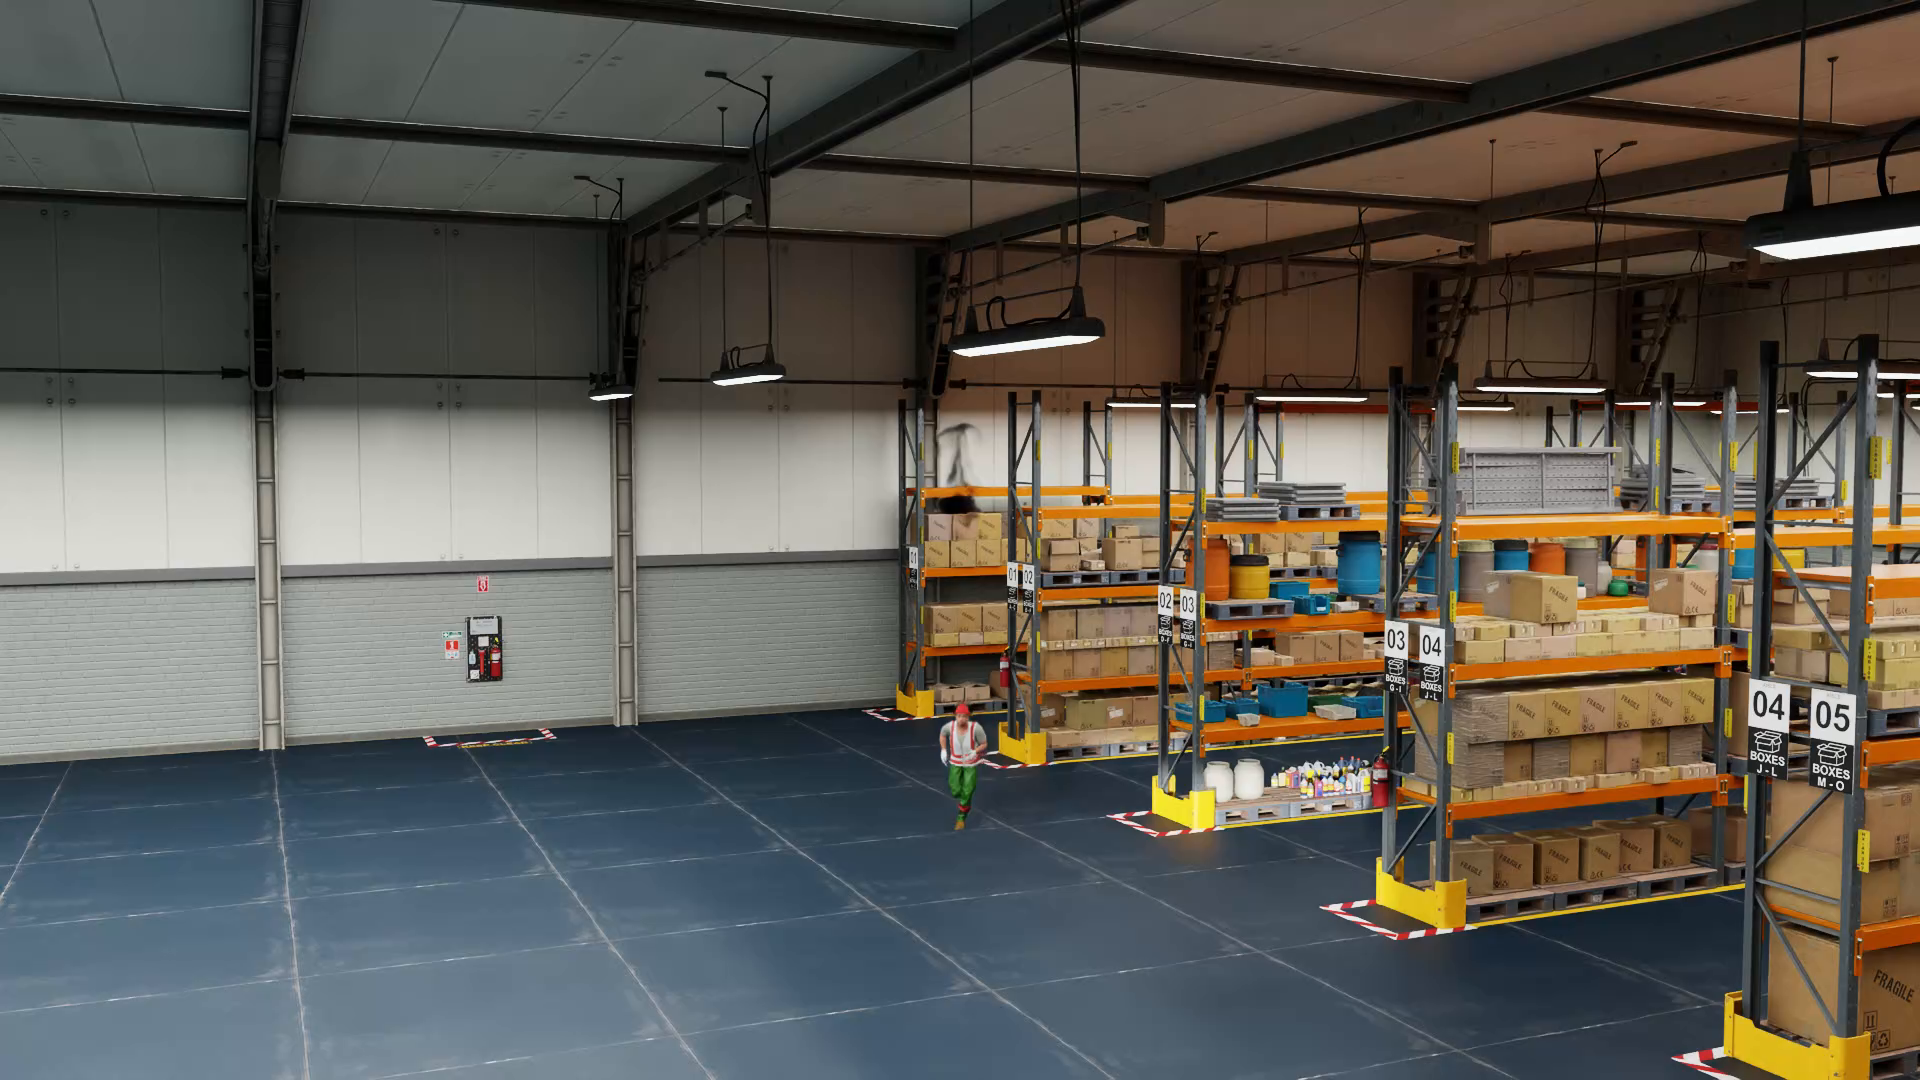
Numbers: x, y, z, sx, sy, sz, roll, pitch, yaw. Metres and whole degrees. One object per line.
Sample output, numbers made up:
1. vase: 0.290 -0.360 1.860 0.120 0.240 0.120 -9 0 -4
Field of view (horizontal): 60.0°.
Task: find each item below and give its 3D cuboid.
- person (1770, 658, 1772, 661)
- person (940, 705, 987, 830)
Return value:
1. person: 15.070 2.479 31.231 0.762 1.741 0.699 -3 4 -40
2. person: 0.040 3.021 22.222 0.652 1.708 0.747 0 3 4
